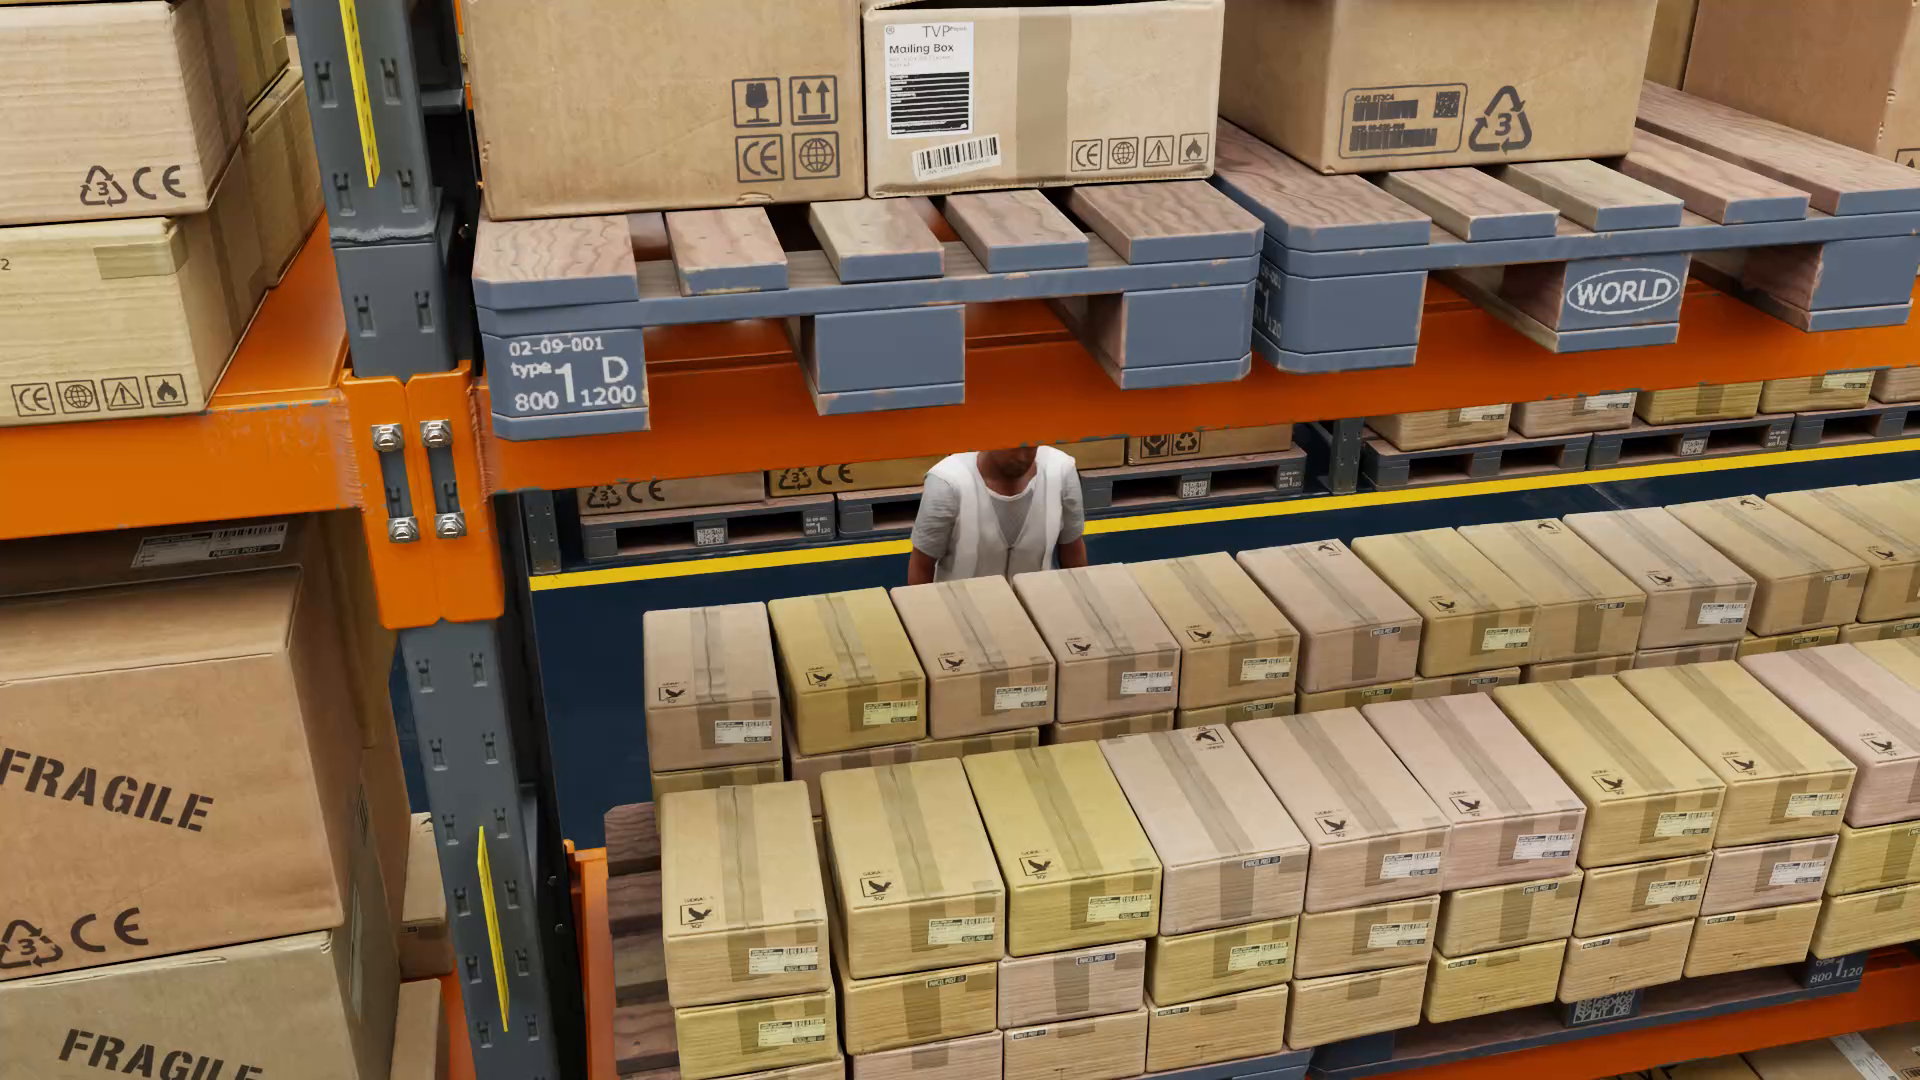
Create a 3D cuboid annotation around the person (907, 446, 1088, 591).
[{"bbox_3d":[0.131,0.291,5.520,0.620,1.774,0.453,-6,27,-12],"label":"person"}]
